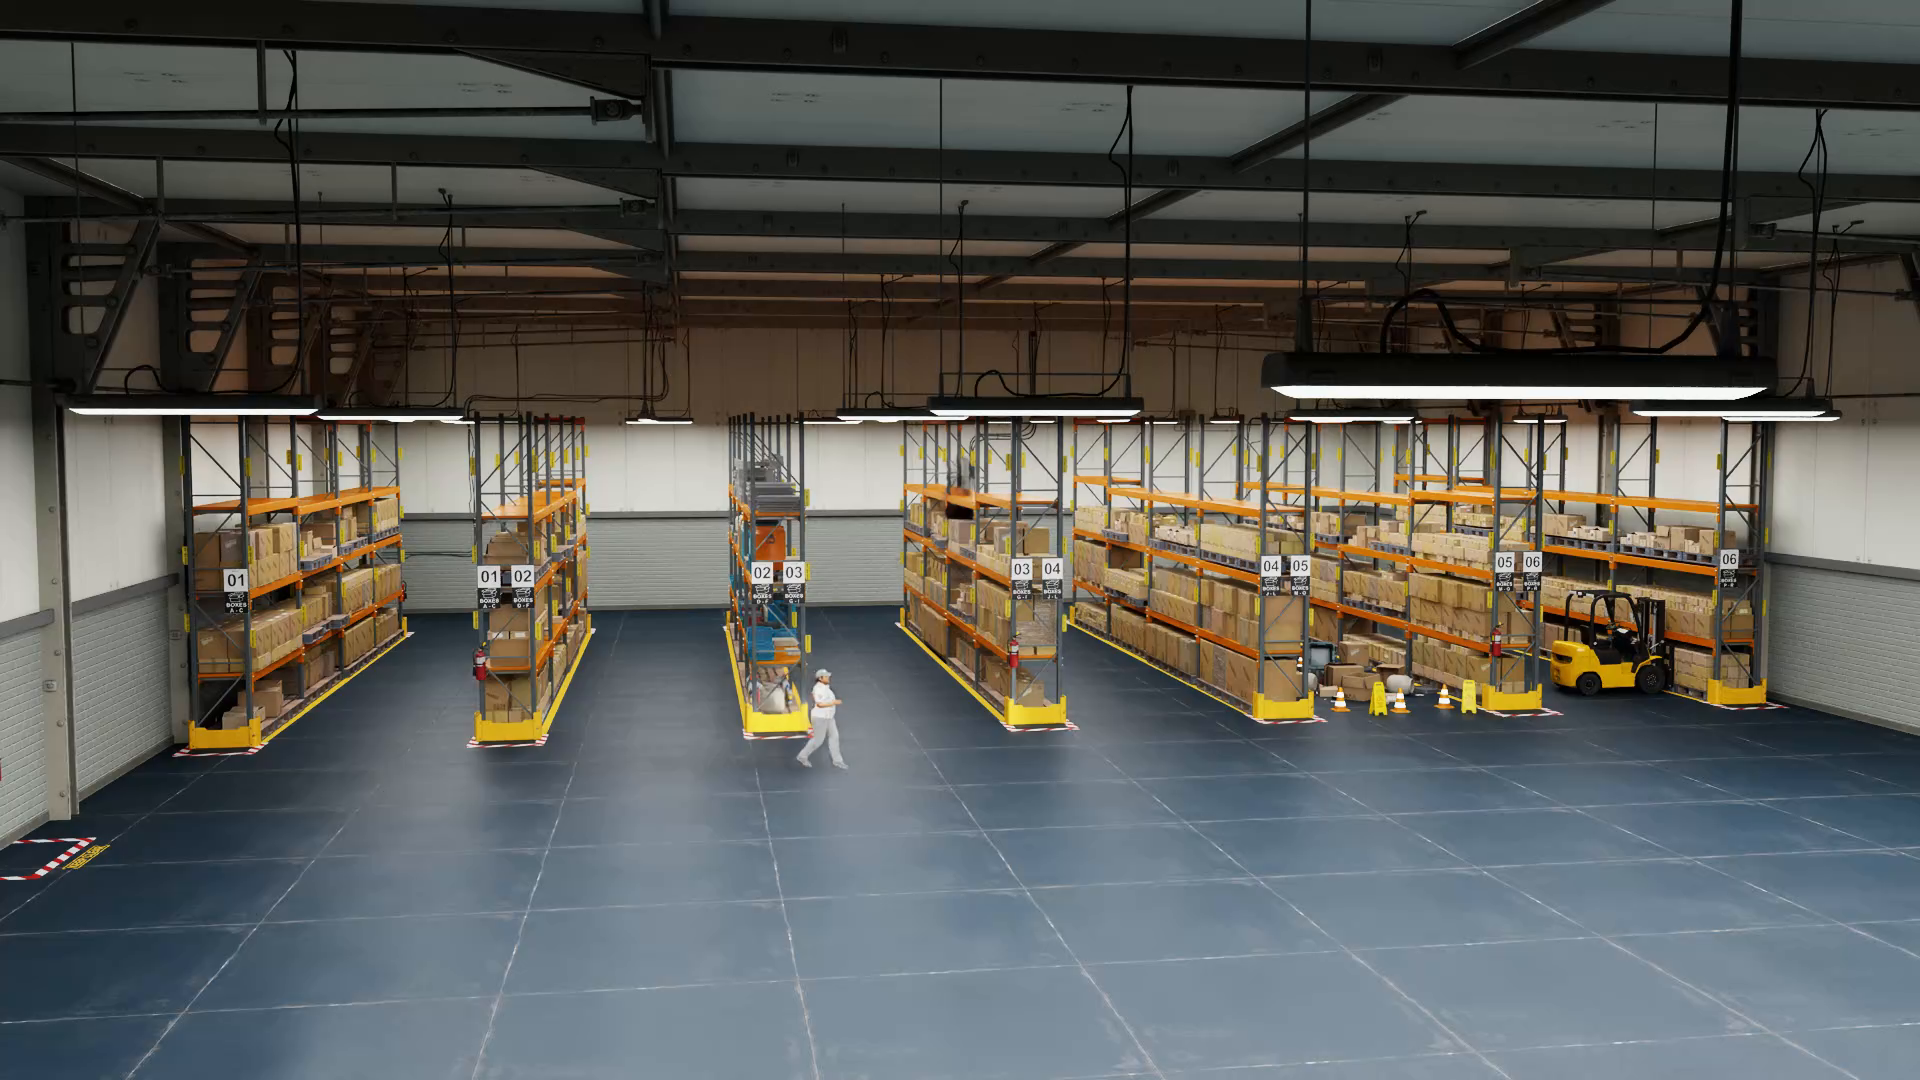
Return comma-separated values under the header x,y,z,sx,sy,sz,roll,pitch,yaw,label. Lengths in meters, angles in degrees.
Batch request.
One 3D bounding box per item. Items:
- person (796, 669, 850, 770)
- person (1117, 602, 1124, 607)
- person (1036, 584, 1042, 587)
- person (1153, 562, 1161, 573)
x,y,z,sx,sy,sz,roll,pitch,yaw,label
-2.289,2.990,27.693,0.874,1.691,0.598,1,4,10,person
4.798,1.495,49.612,0.701,1.718,0.898,-2,4,-27,person
2.231,1.749,47.094,0.552,1.580,0.707,0,4,-4,person
5.940,1.486,50.256,0.591,1.673,0.570,0,4,-7,person
